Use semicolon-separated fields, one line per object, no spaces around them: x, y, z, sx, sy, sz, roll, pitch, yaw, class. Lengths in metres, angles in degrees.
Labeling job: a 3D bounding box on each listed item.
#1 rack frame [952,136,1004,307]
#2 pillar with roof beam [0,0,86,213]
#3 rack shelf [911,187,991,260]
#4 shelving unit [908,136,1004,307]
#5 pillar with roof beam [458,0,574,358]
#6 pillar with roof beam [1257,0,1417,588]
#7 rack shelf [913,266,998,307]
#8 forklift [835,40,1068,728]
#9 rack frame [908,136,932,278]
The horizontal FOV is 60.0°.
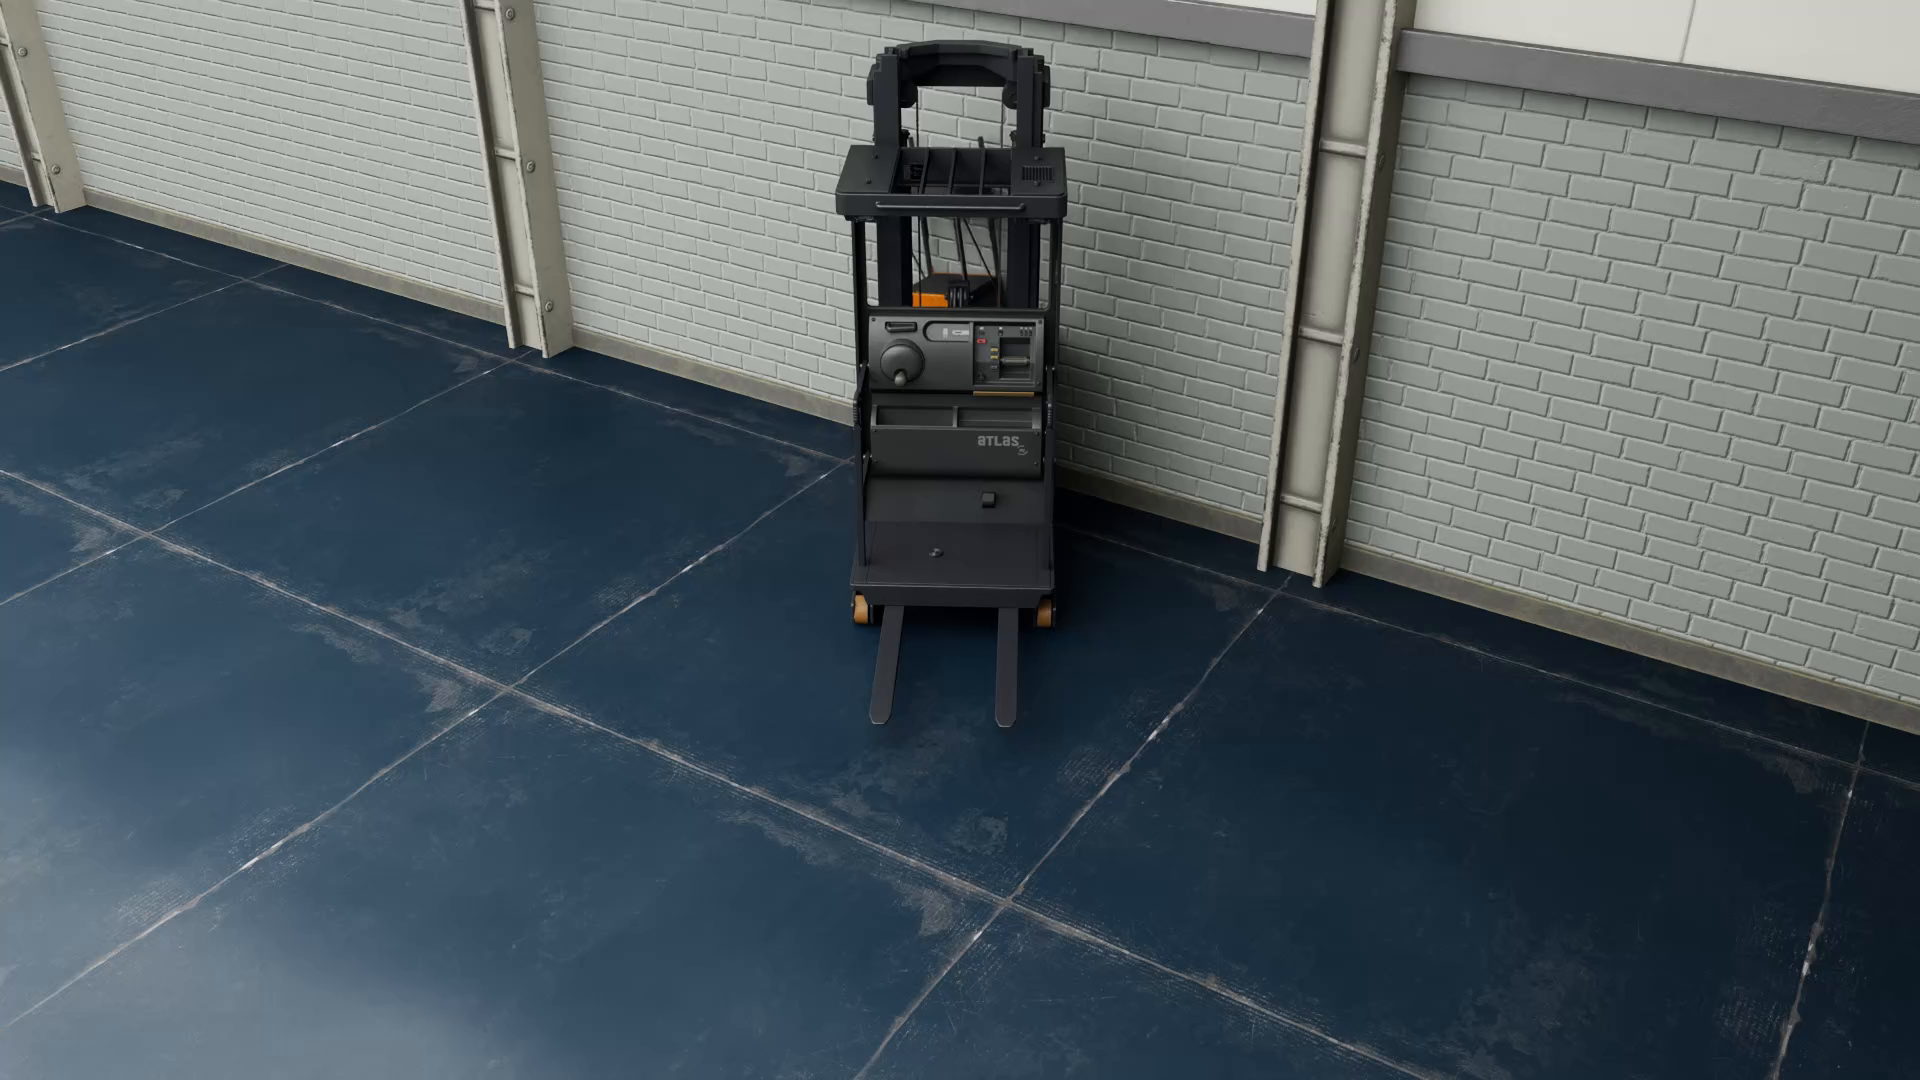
0.162;-1.327;9.981;0.015;2.100;0.400;8;30;31;rack frame
-10.484;-5.108;9.749;0.400;9.000;9.100;18;35;27;pillar with roof beam
-0.135;-1.970;9.815;0.480;0.518;0.431;8;30;31;rack shelf
-0.045;-1.356;10.106;0.503;2.100;0.431;8;30;31;shelving unit
-5.402;-3.501;6.994;0.400;9.000;9.100;18;35;27;pillar with roof beam
-0.320;-1.894;4.238;0.400;9.000;9.100;18;35;27;pillar with roof beam
-0.043;-1.343;10.112;0.480;0.518;0.431;8;30;31;rack shelf
-0.025;-0.949;8.640;1.130;2.935;3.031;1;30;2;forklift
-0.252;-1.385;10.232;0.015;2.100;0.400;8;30;31;rack frame
